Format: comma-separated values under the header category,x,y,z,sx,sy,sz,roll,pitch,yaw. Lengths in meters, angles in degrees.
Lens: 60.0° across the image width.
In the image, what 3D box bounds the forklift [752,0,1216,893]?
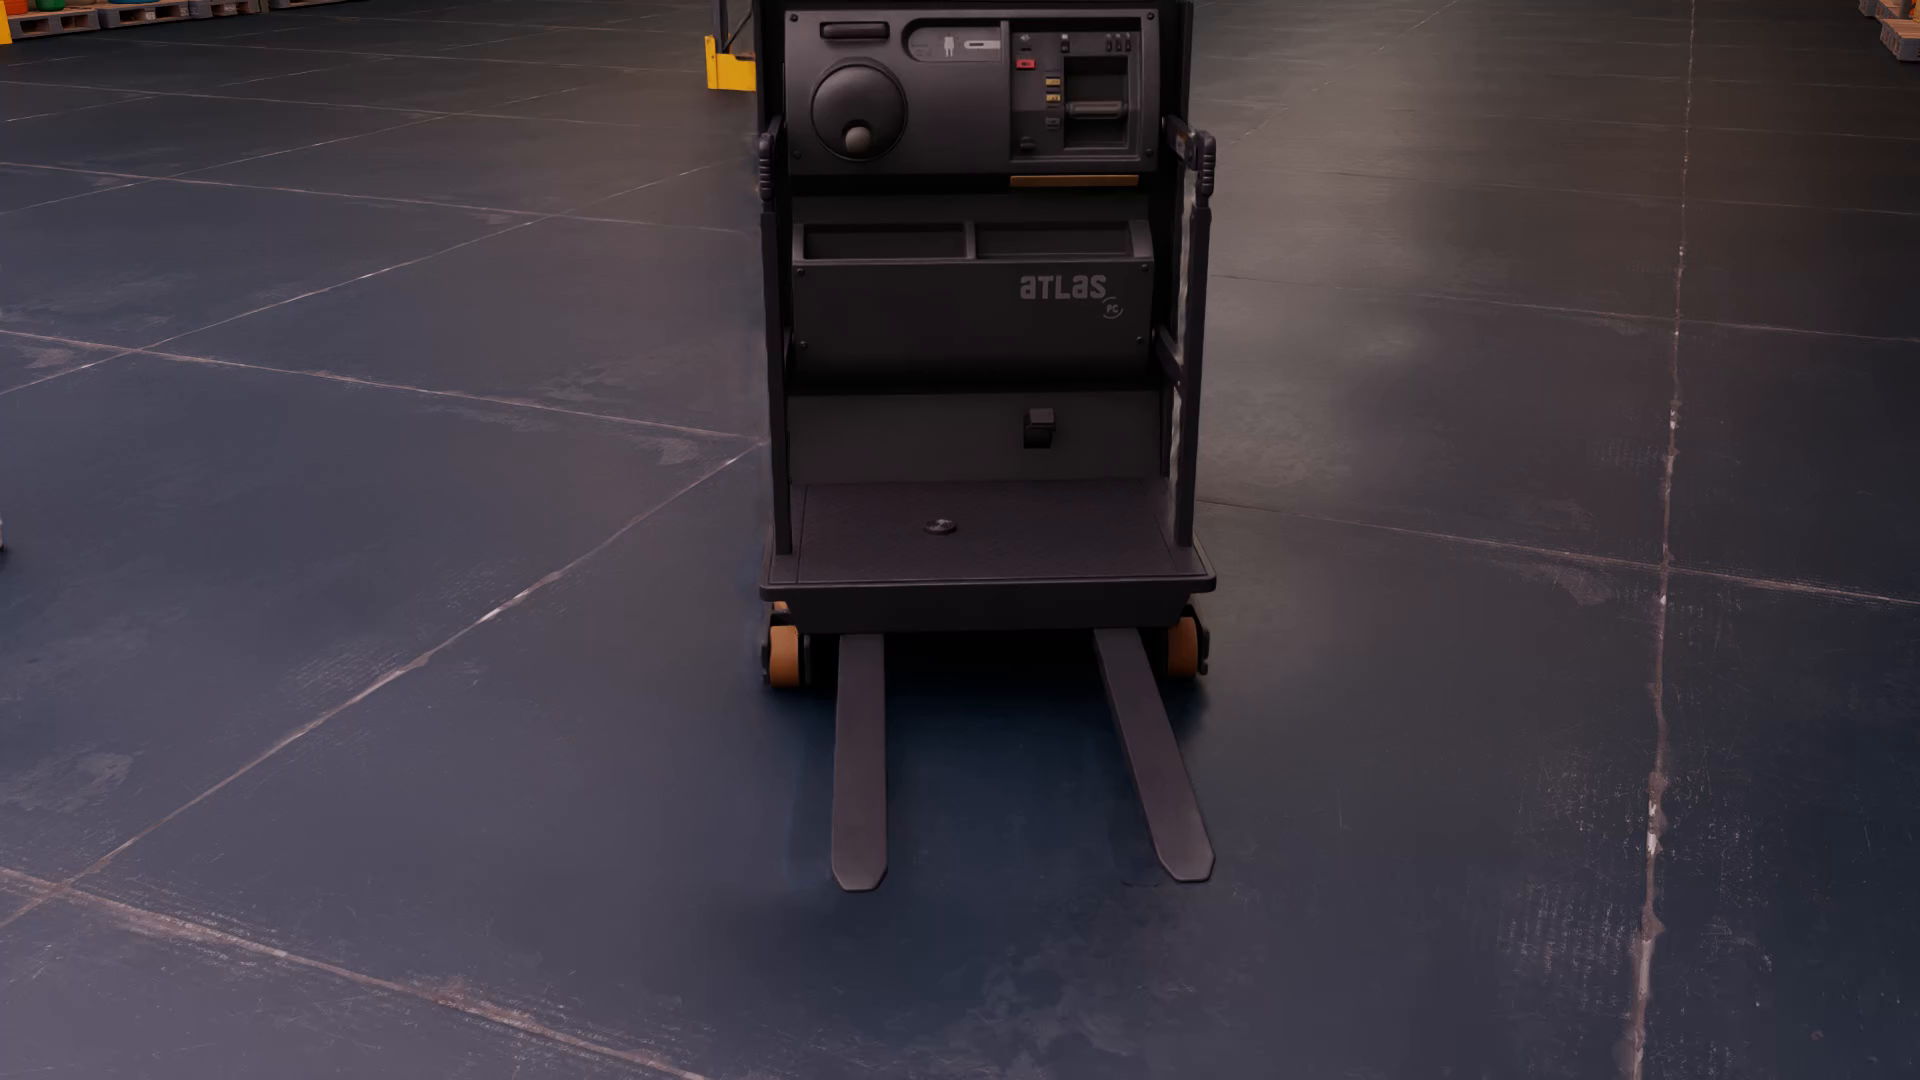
category,x,y,z,sx,sy,sz,roll,pitch,yaw
forklift,0.046,-1.104,3.934,1.130,2.935,3.031,-1,23,-3

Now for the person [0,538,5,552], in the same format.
category,x,y,z,sx,sy,sz,roll,pitch,yaw
person,-3.267,-0.756,4.656,0.916,1.734,0.423,7,24,17
